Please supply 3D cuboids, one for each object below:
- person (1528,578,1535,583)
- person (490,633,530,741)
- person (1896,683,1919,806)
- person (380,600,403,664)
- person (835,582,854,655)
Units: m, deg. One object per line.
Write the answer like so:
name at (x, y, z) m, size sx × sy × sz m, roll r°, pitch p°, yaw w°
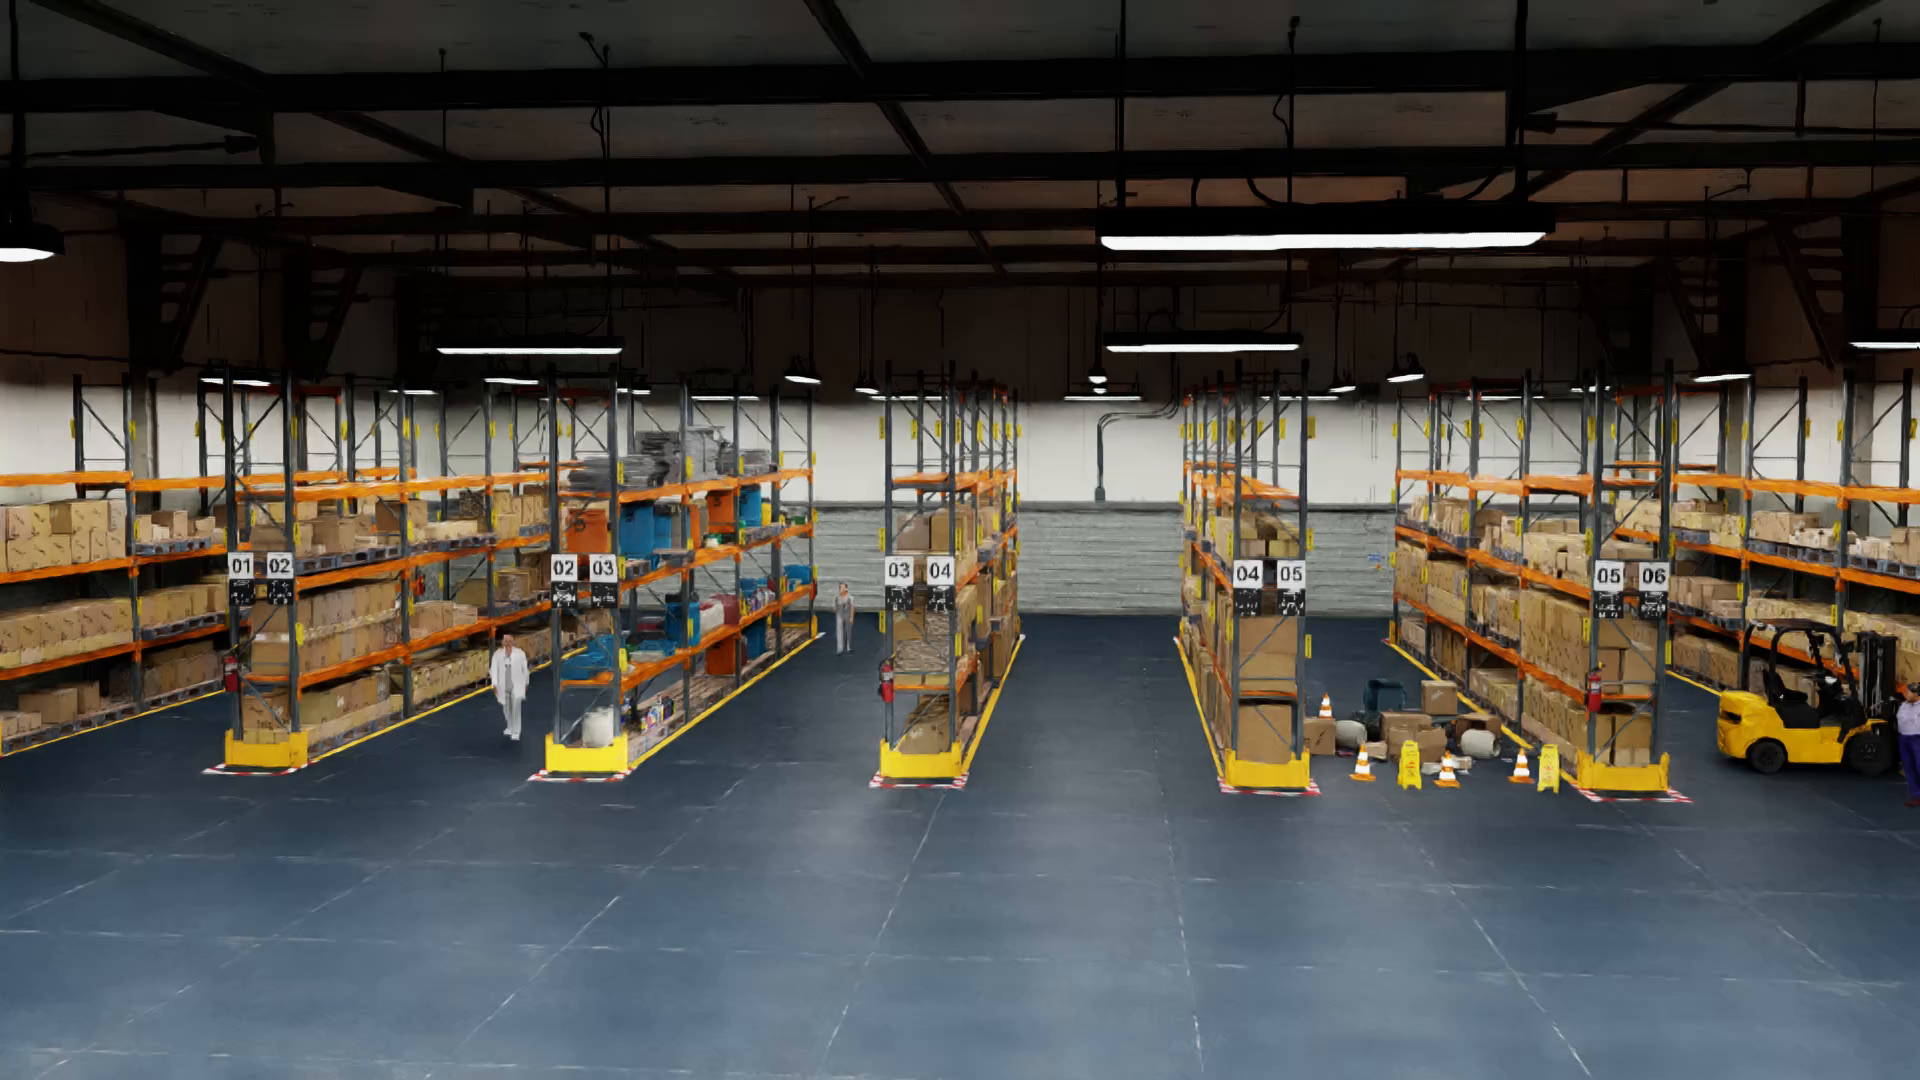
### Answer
person at (12.728, 1.668, 37.198) m, size 0.601 × 1.744 × 0.674 m, roll 2°, pitch 4°, yaw 24°
person at (-7.296, 2.359, 26.903) m, size 0.580 × 1.715 × 1.103 m, roll 0°, pitch 4°, yaw -3°
person at (12.765, 2.722, 22.074) m, size 0.467 × 1.640 × 0.651 m, roll -2°, pitch 4°, yaw -23°
person at (-12.226, 1.834, 35.731) m, size 0.463 × 1.625 × 0.989 m, roll 0°, pitch 4°, yaw 4°
person at (-2.580, 1.743, 37.248) m, size 0.455 × 1.612 × 1.019 m, roll 0°, pitch 4°, yaw 4°
